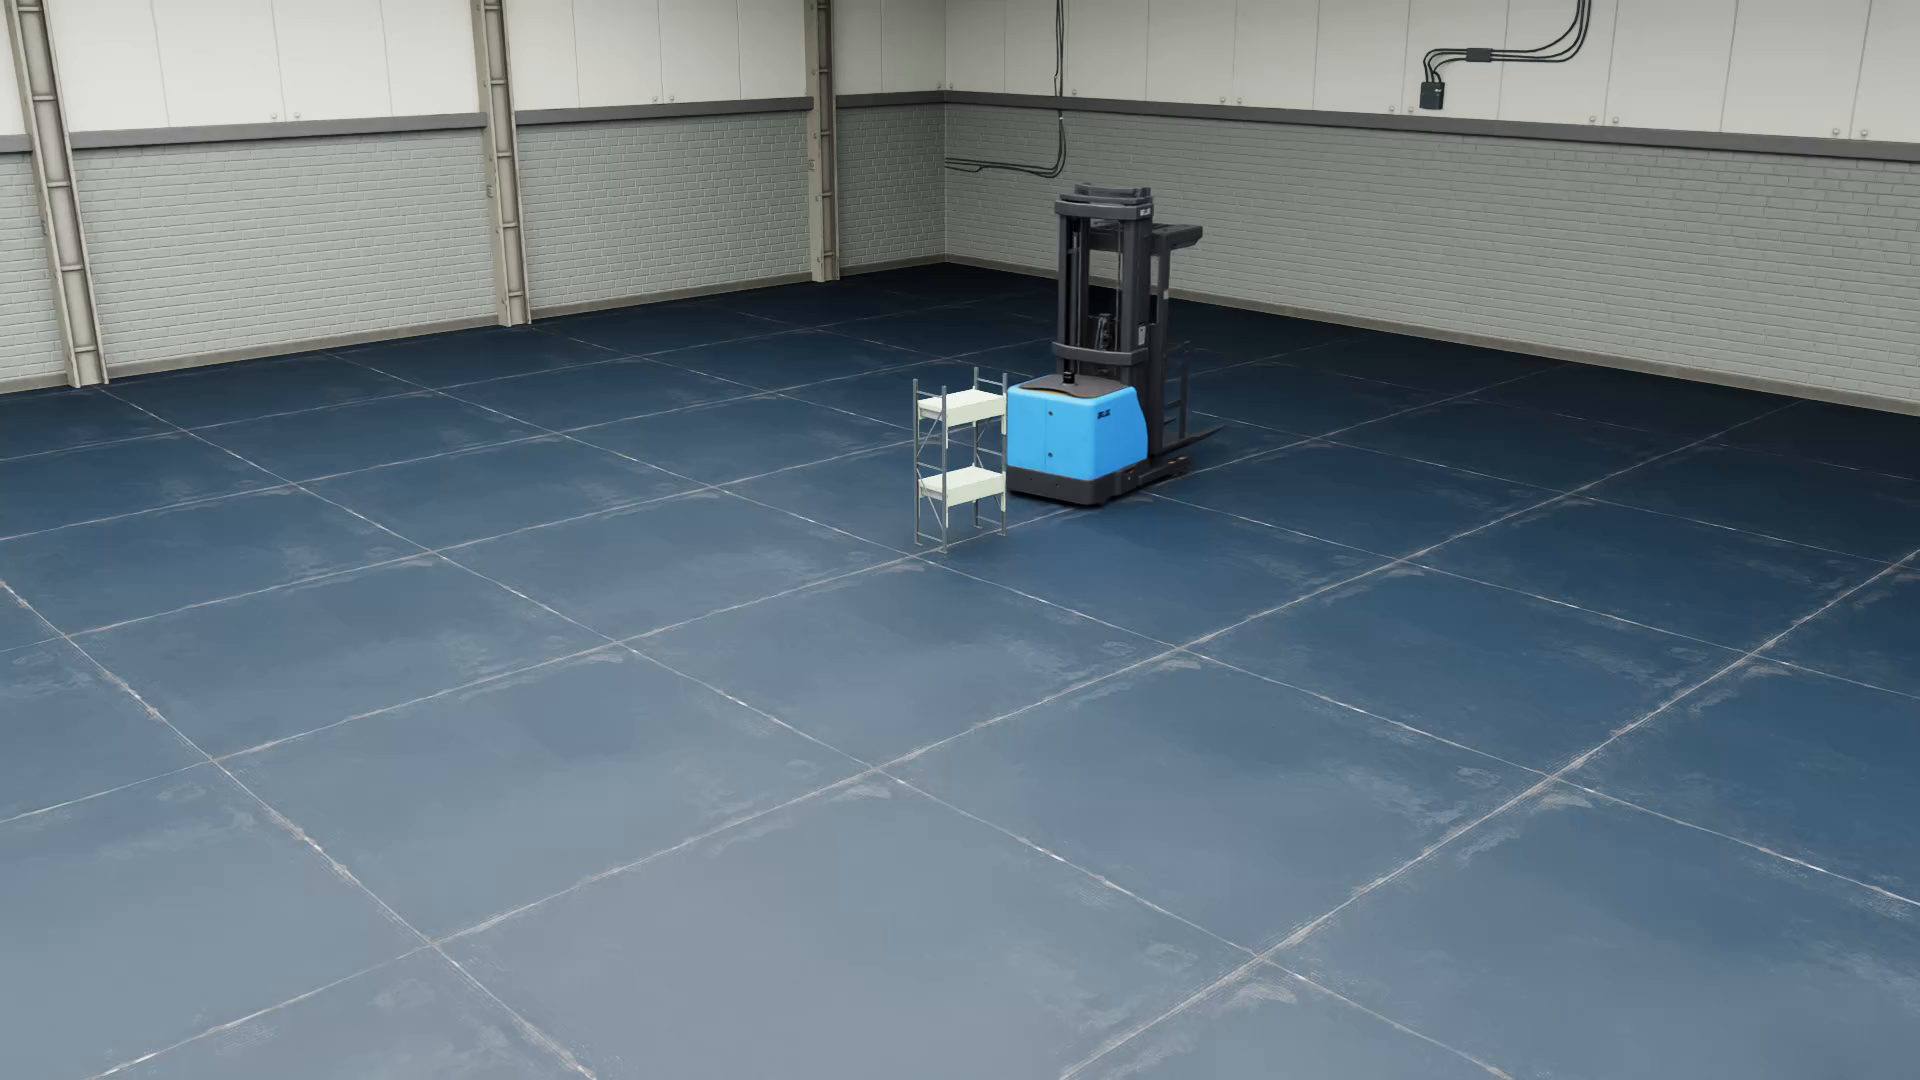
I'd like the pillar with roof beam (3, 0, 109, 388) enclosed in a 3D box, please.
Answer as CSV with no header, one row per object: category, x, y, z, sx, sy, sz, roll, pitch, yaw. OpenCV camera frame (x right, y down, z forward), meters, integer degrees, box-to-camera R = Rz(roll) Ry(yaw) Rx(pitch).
pillar with roof beam,-8.104,-5.301,16.745,0.400,9.000,9.100,-16,24,-41

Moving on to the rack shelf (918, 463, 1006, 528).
rack shelf,0.005,-0.405,14.858,0.720,0.370,0.431,-16,24,-41

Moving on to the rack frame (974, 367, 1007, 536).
rack frame,0.271,-0.792,14.997,0.023,1.500,0.400,-16,24,-41

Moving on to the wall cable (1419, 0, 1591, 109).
wall cable,7.218,-8.624,21.478,0.169,6.003,2.305,-16,24,-41

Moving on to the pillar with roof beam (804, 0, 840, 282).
pillar with roof beam,0.615,-7.844,24.588,0.400,9.000,9.100,-16,24,-41

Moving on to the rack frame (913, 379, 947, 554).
rack frame,-0.261,-0.637,14.519,0.023,1.500,0.400,-16,24,-41

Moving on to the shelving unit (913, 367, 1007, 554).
shelving unit,0.005,-0.715,14.758,0.755,1.500,0.431,-16,24,-41

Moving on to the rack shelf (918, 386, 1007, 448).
rack shelf,0.005,-1.086,14.637,0.720,0.370,0.431,-16,24,-41

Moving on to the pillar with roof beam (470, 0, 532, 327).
pillar with roof beam,-3.744,-6.573,20.666,0.400,9.000,9.100,-16,24,-41

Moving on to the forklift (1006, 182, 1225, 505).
forklift,1.717,-2.117,16.763,1.130,2.935,3.031,13,22,35

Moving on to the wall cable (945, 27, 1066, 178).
wall cable,0.707,-7.660,29.054,0.112,2.526,3.097,-16,24,-41

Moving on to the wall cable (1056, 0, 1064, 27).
wall cable,2.565,-9.456,26.405,0.112,2.526,3.097,-16,24,-41
